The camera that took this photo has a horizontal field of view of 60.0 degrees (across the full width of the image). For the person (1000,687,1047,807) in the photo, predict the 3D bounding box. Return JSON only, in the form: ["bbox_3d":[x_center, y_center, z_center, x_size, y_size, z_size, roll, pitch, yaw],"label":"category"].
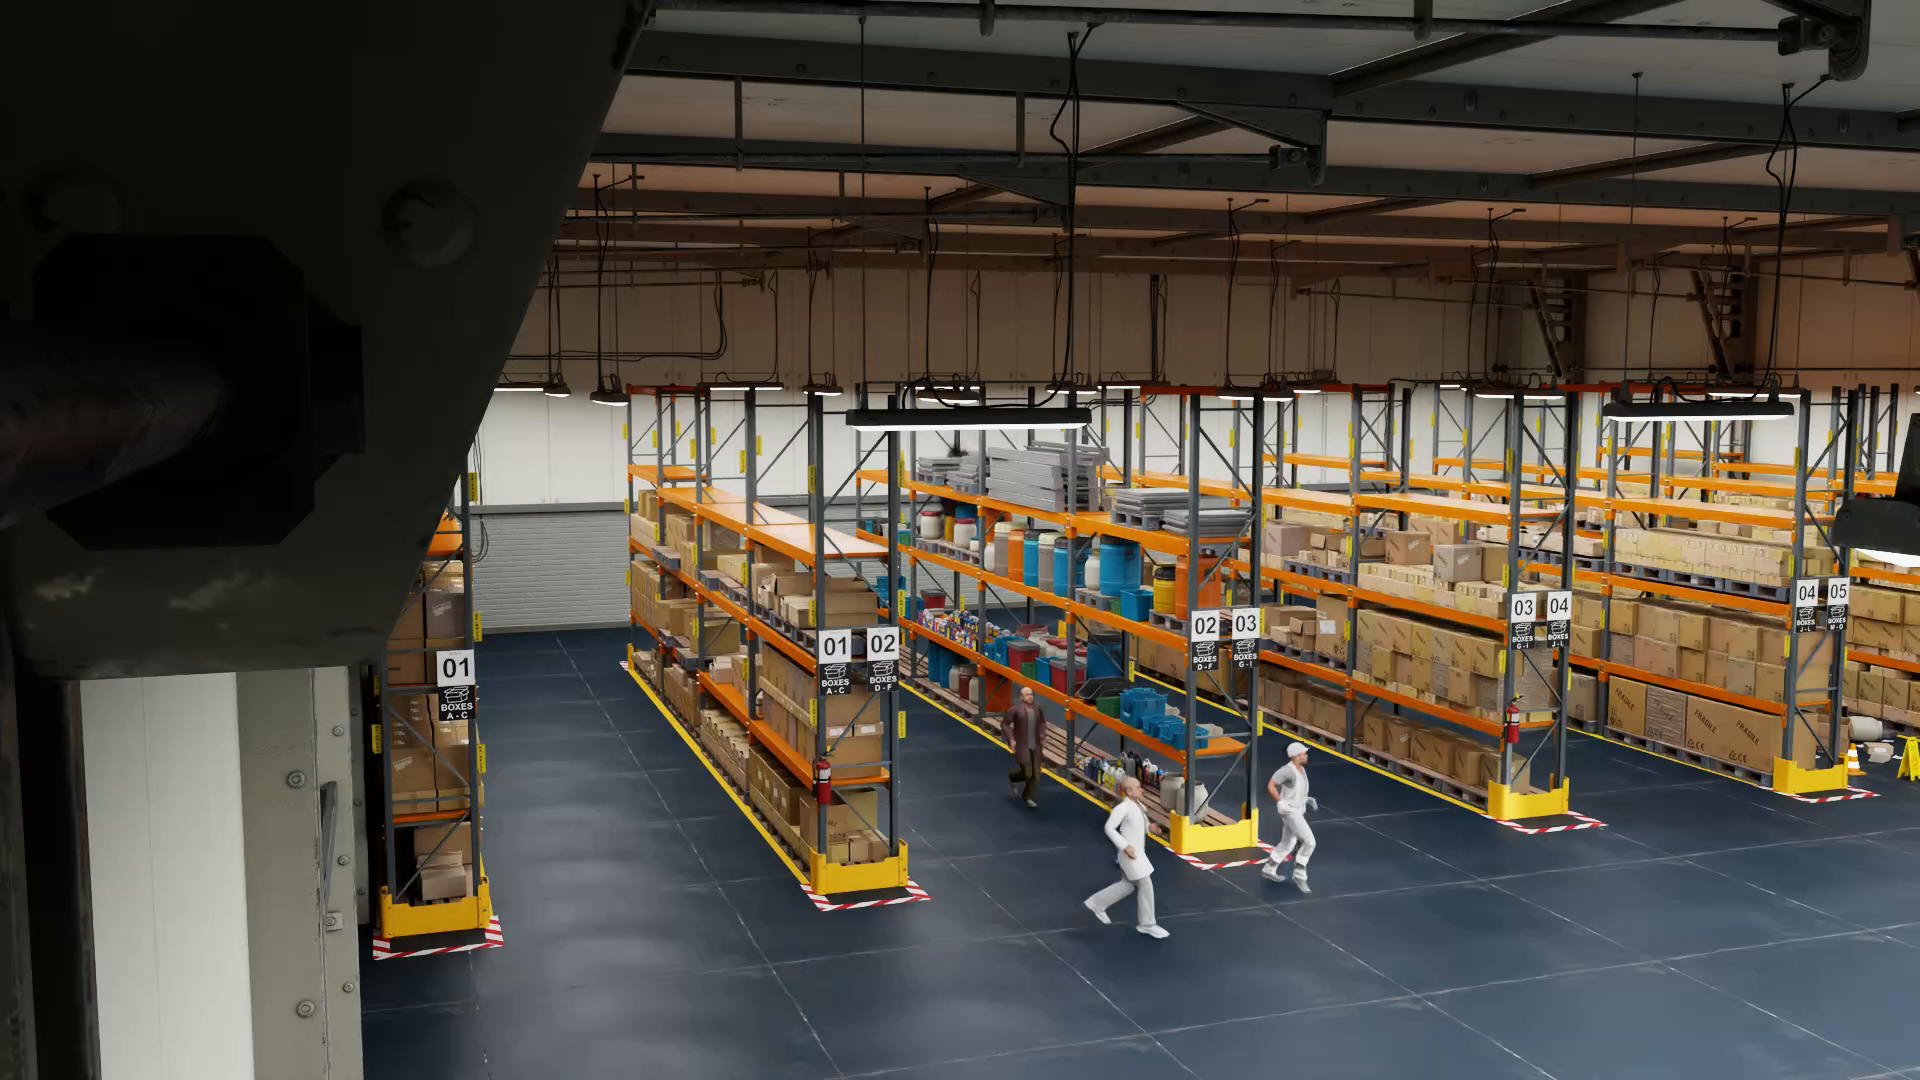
[{"bbox_3d":[0.957,2.988,24.135,0.712,1.731,0.636,-3,7,-26],"label":"person"}]

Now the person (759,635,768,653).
[{"bbox_3d":[-4.121,1.916,34.463,0.690,1.861,0.655,-3,7,-30],"label":"person"}]

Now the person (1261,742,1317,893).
[{"bbox_3d":[4.051,3.369,20.335,0.695,1.816,0.681,3,7,28],"label":"person"}]

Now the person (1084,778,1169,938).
[{"bbox_3d":[1.878,3.625,18.636,0.964,1.598,0.695,1,6,13],"label":"person"}]

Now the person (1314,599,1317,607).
[{"bbox_3d":[8.812,1.297,40.692,0.686,1.714,0.884,-3,7,-29],"label":"person"}]
